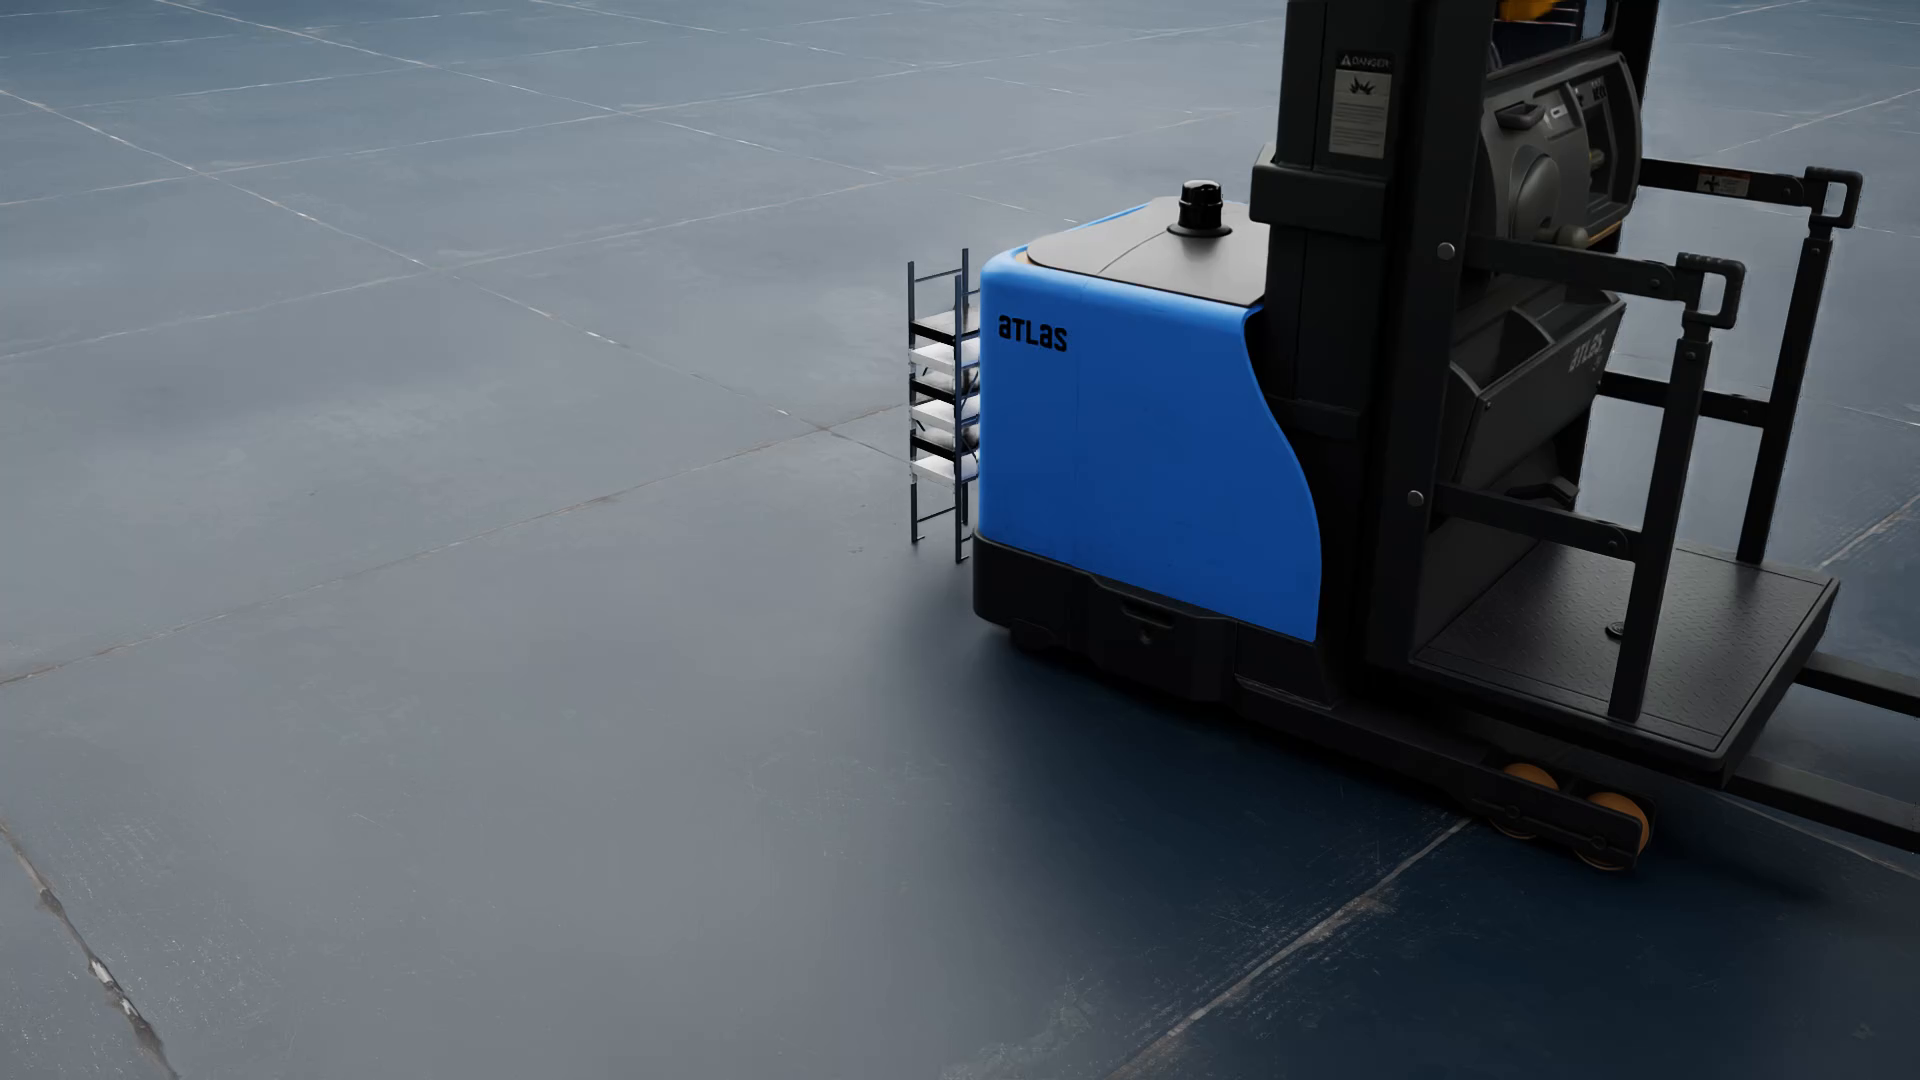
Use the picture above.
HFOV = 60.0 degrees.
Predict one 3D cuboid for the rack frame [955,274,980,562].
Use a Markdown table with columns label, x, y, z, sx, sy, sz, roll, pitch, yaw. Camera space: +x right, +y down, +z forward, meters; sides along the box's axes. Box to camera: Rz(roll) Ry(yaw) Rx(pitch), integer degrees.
| label | x | y | z | sx | sy | sz | roll | pitch | yaw |
| --- | --- | --- | --- | --- | --- | --- | --- | --- | --- |
| rack frame | 0.075 | -0.376 | 4.990 | 0.240 | 0.900 | 0.006 | -21 | 32 | -38 |

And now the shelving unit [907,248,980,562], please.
| label | x | y | z | sx | sy | sz | roll | pitch | yaw |
| --- | --- | --- | --- | --- | --- | --- | --- | --- | --- |
| shelving unit | 0.006 | -0.407 | 5.058 | 0.258 | 0.900 | 0.210 | -21 | 32 | -38 |

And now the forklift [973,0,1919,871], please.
| label | x | y | z | sx | sy | sz | roll | pitch | yaw |
| --- | --- | --- | --- | --- | --- | --- | --- | --- | --- |
| forklift | 1.511 | -0.857 | 3.598 | 3.031 | 2.935 | 1.130 | 18 | 30 | 34 |

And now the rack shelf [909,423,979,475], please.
| label | x | y | z | sx | sy | sz | roll | pitch | yaw |
| --- | --- | --- | --- | --- | --- | --- | --- | --- | --- |
| rack shelf | 0.006 | -0.295 | 5.109 | 0.258 | 0.077 | 0.200 | -21 | 32 | -38 |

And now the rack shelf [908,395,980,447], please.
| label | x | y | z | sx | sy | sz | roll | pitch | yaw |
| --- | --- | --- | --- | --- | --- | --- | --- | --- | --- |
| rack shelf | 0.006 | -0.377 | 5.072 | 0.258 | 0.077 | 0.200 | -21 | 32 | -38 |

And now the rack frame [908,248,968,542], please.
| label | x | y | z | sx | sy | sz | roll | pitch | yaw |
| --- | --- | --- | --- | --- | --- | --- | --- | --- | --- |
| rack frame | -0.064 | -0.438 | 5.125 | 0.240 | 0.900 | 0.006 | -21 | 32 | -38 |

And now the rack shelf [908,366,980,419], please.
| label | x | y | z | sx | sy | sz | roll | pitch | yaw |
| --- | --- | --- | --- | --- | --- | --- | --- | --- | --- |
| rack shelf | 0.006 | -0.459 | 5.034 | 0.258 | 0.077 | 0.200 | -21 | 32 | -38 |

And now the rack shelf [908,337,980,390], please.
| label | x | y | z | sx | sy | sz | roll | pitch | yaw |
| --- | --- | --- | --- | --- | --- | --- | --- | --- | --- |
| rack shelf | 0.006 | -0.540 | 4.997 | 0.258 | 0.077 | 0.200 | -21 | 32 | -38 |

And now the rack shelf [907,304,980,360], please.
| label | x | y | z | sx | sy | sz | roll | pitch | yaw |
| --- | --- | --- | --- | --- | --- | --- | --- | --- | --- |
| rack shelf | 0.006 | -0.622 | 4.960 | 0.258 | 0.077 | 0.200 | -21 | 32 | -38 |

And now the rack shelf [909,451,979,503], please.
| label | x | y | z | sx | sy | sz | roll | pitch | yaw |
| --- | --- | --- | --- | --- | --- | --- | --- | --- | --- |
| rack shelf | 0.006 | -0.213 | 5.146 | 0.258 | 0.077 | 0.200 | -21 | 32 | -38 |
